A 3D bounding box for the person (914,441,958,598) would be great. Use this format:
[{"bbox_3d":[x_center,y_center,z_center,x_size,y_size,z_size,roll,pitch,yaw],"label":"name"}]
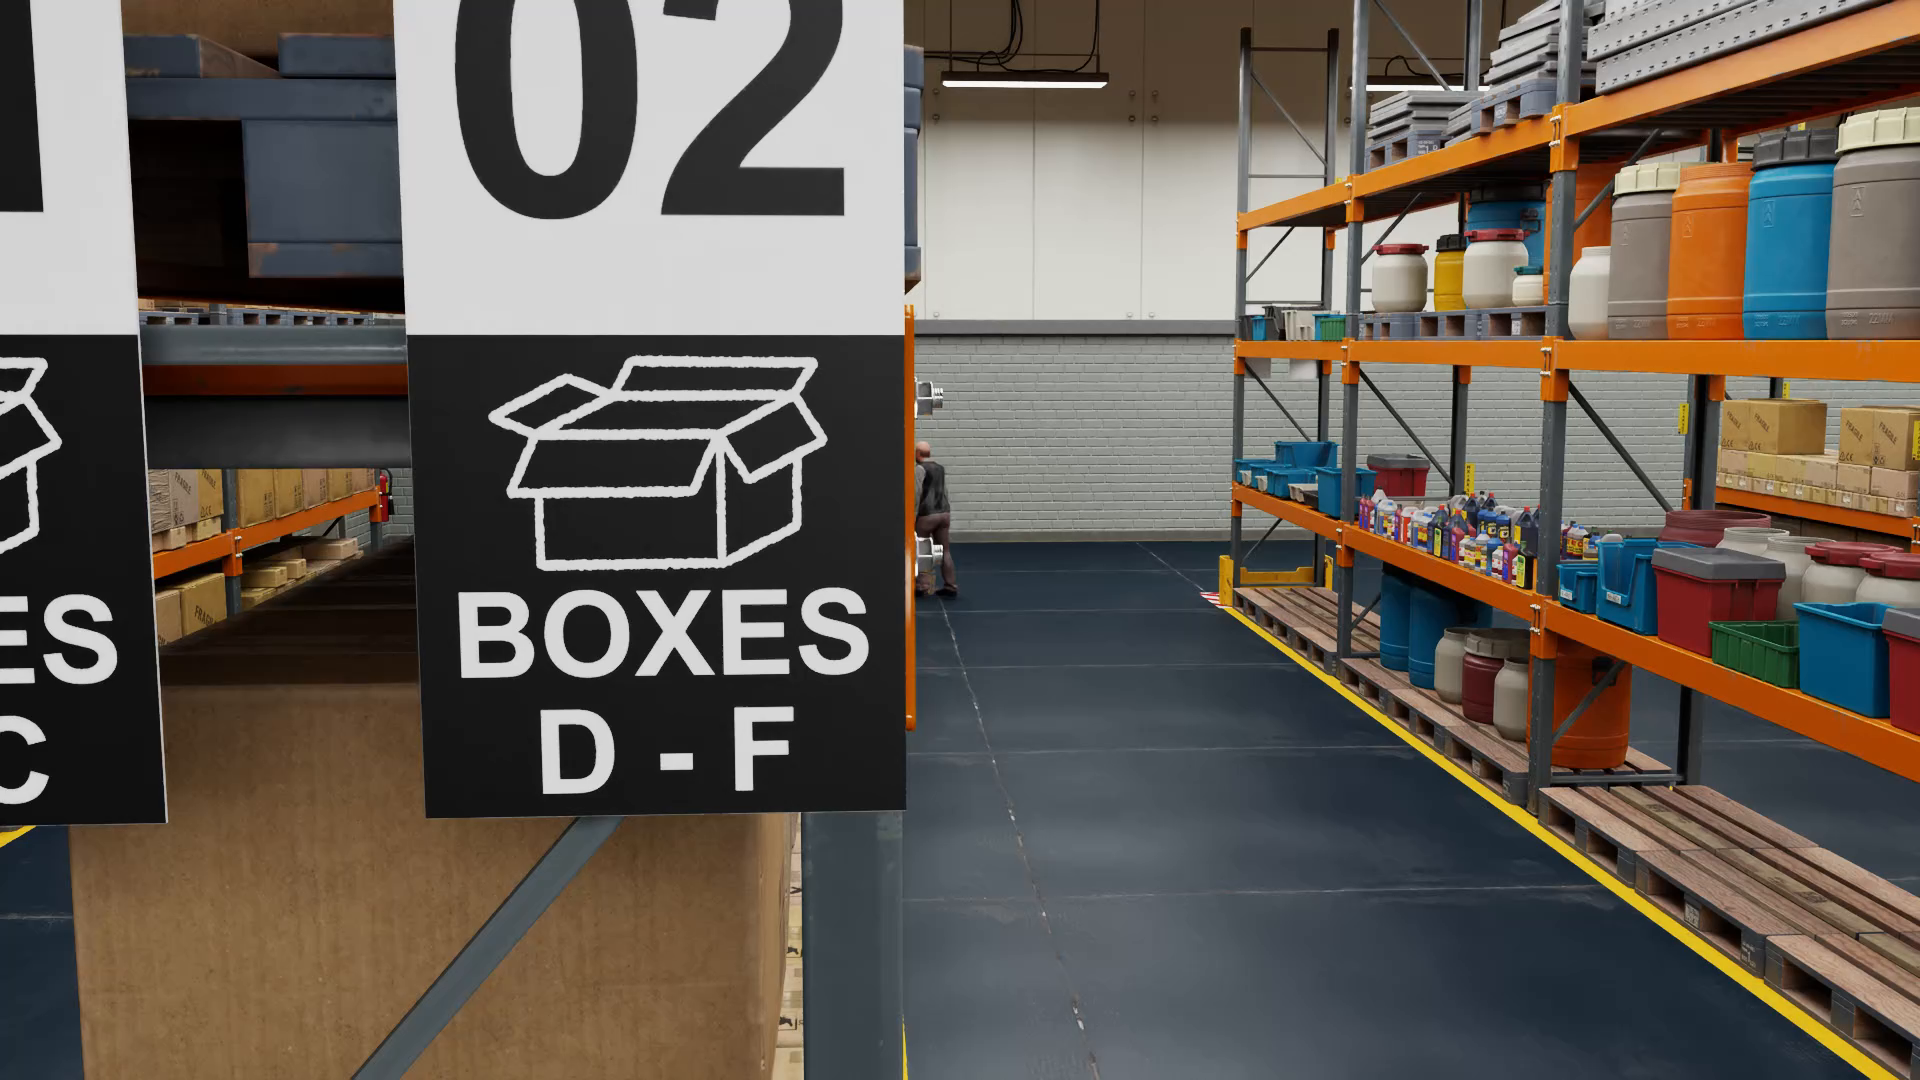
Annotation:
[{"bbox_3d":[-0.291,-0.205,18.176,0.596,1.733,0.585,6,9,39],"label":"person"}]
